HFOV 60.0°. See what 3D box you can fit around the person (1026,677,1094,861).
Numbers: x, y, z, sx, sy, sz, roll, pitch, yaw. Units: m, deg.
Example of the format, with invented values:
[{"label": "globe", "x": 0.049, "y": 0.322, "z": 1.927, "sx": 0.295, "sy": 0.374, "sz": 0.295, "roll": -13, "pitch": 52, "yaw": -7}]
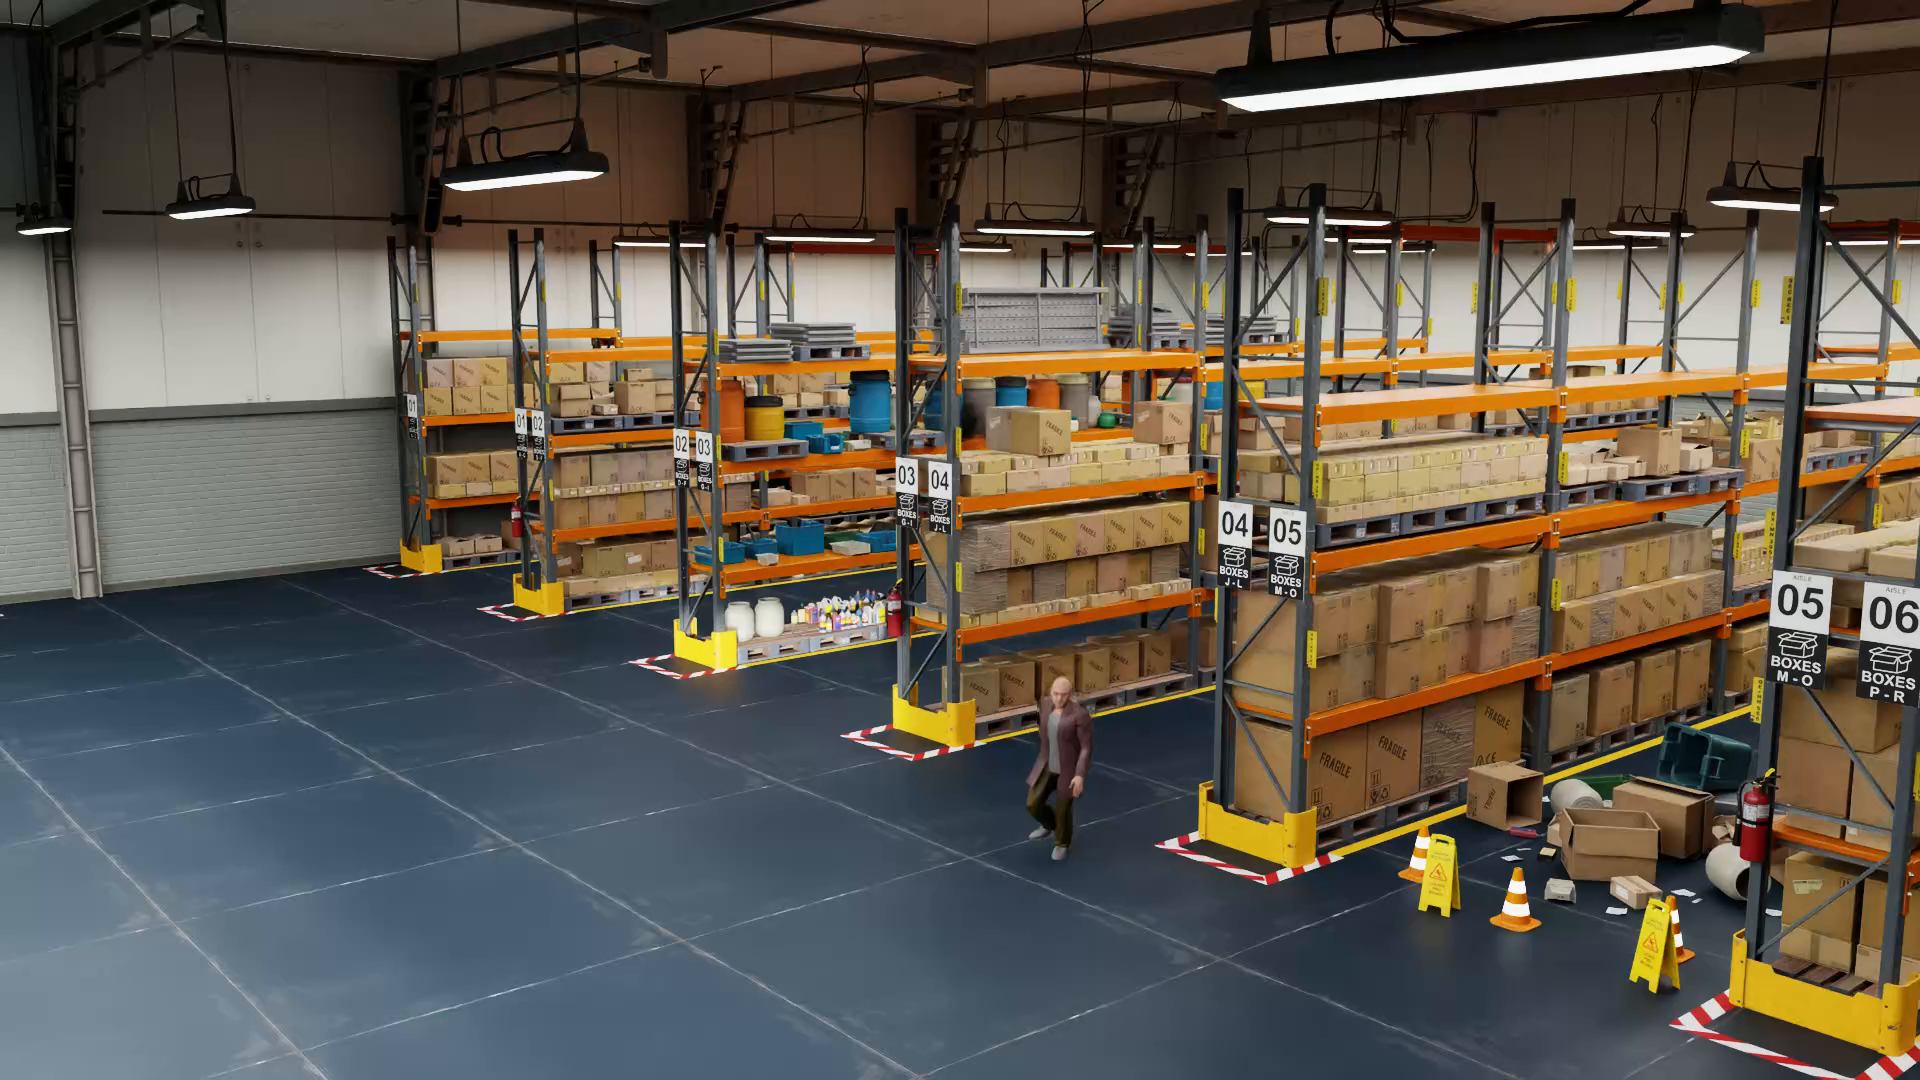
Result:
[{"label": "person", "x": 0.912, "y": 2.041, "z": 14.952, "sx": 0.721, "sy": 1.748, "sz": 0.608, "roll": 5, "pitch": 10, "yaw": 29}]
